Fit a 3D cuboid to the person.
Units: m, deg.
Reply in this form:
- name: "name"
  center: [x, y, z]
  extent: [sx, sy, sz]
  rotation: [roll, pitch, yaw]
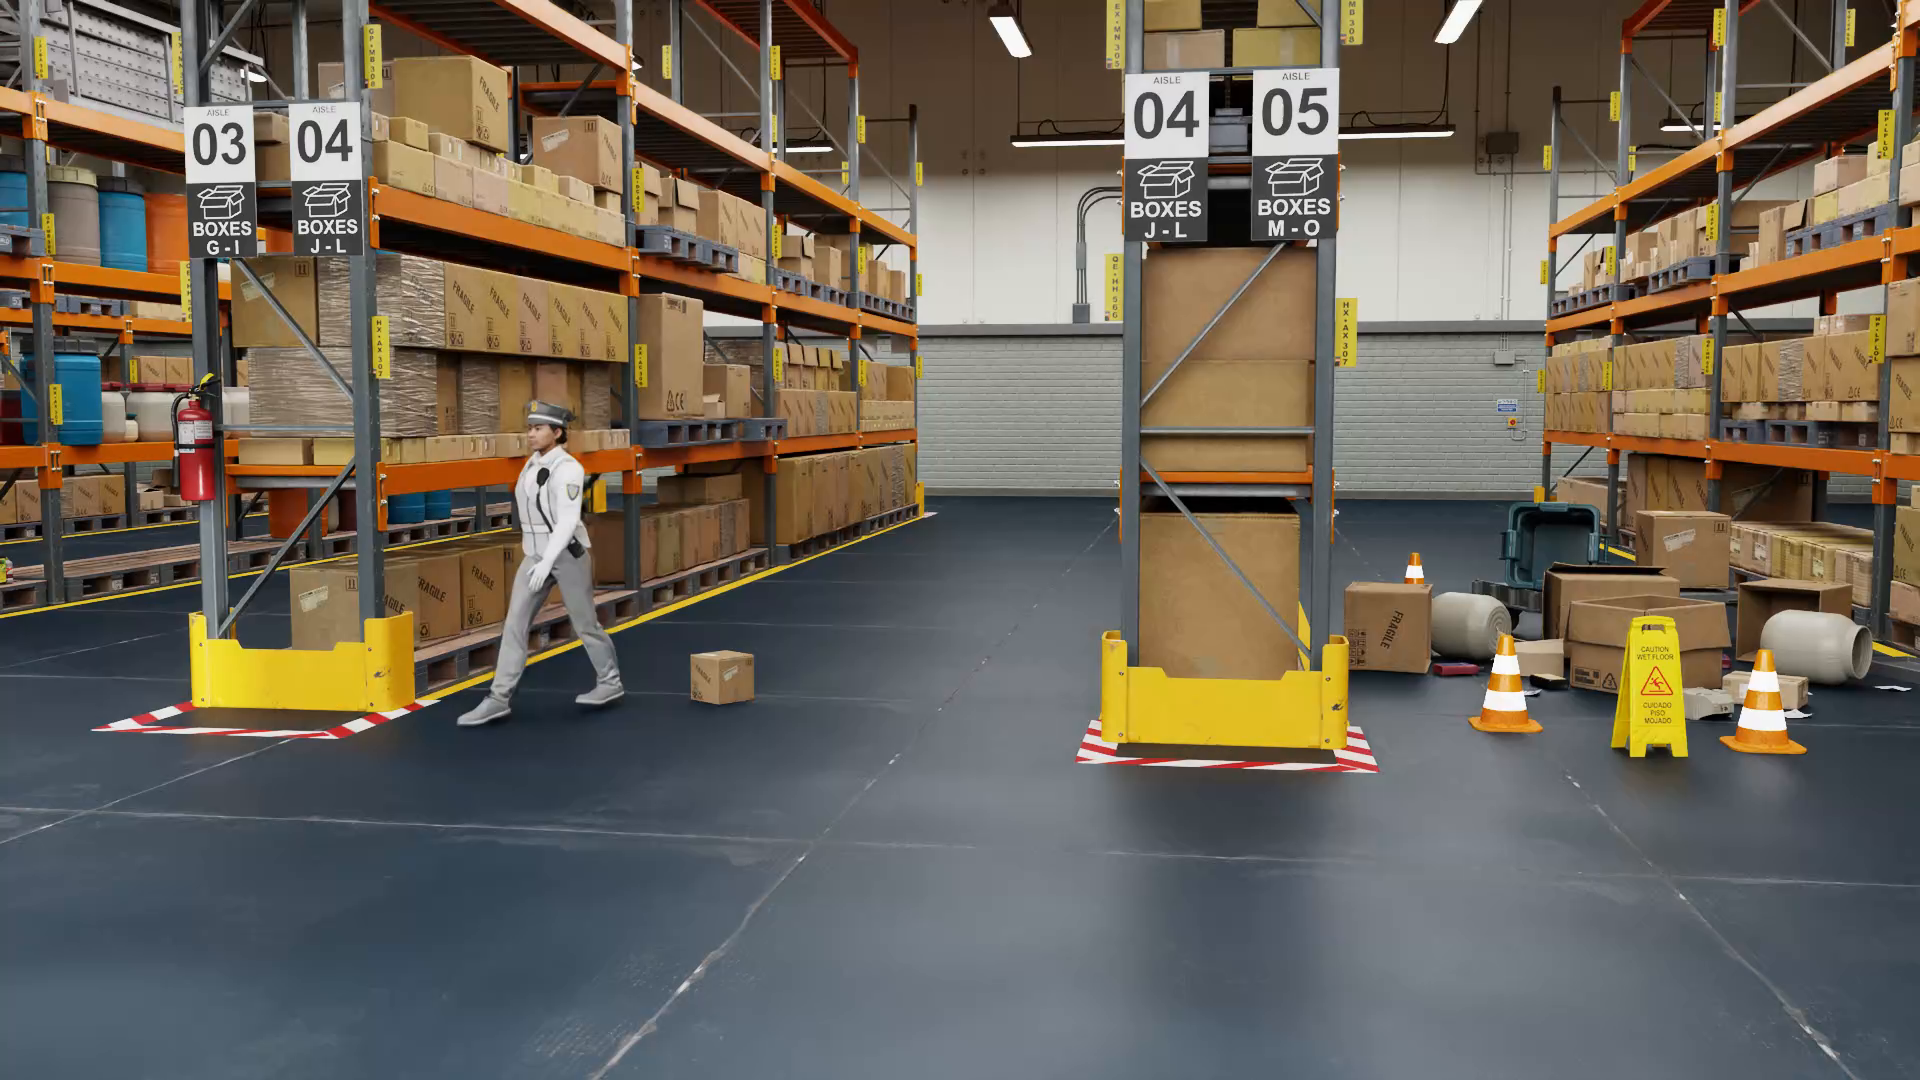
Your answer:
- name: "person"
  center: [-2.154, 0.097, 8.628]
  extent: [0.555, 1.645, 0.947]
  rotation: [4, 6, 38]
